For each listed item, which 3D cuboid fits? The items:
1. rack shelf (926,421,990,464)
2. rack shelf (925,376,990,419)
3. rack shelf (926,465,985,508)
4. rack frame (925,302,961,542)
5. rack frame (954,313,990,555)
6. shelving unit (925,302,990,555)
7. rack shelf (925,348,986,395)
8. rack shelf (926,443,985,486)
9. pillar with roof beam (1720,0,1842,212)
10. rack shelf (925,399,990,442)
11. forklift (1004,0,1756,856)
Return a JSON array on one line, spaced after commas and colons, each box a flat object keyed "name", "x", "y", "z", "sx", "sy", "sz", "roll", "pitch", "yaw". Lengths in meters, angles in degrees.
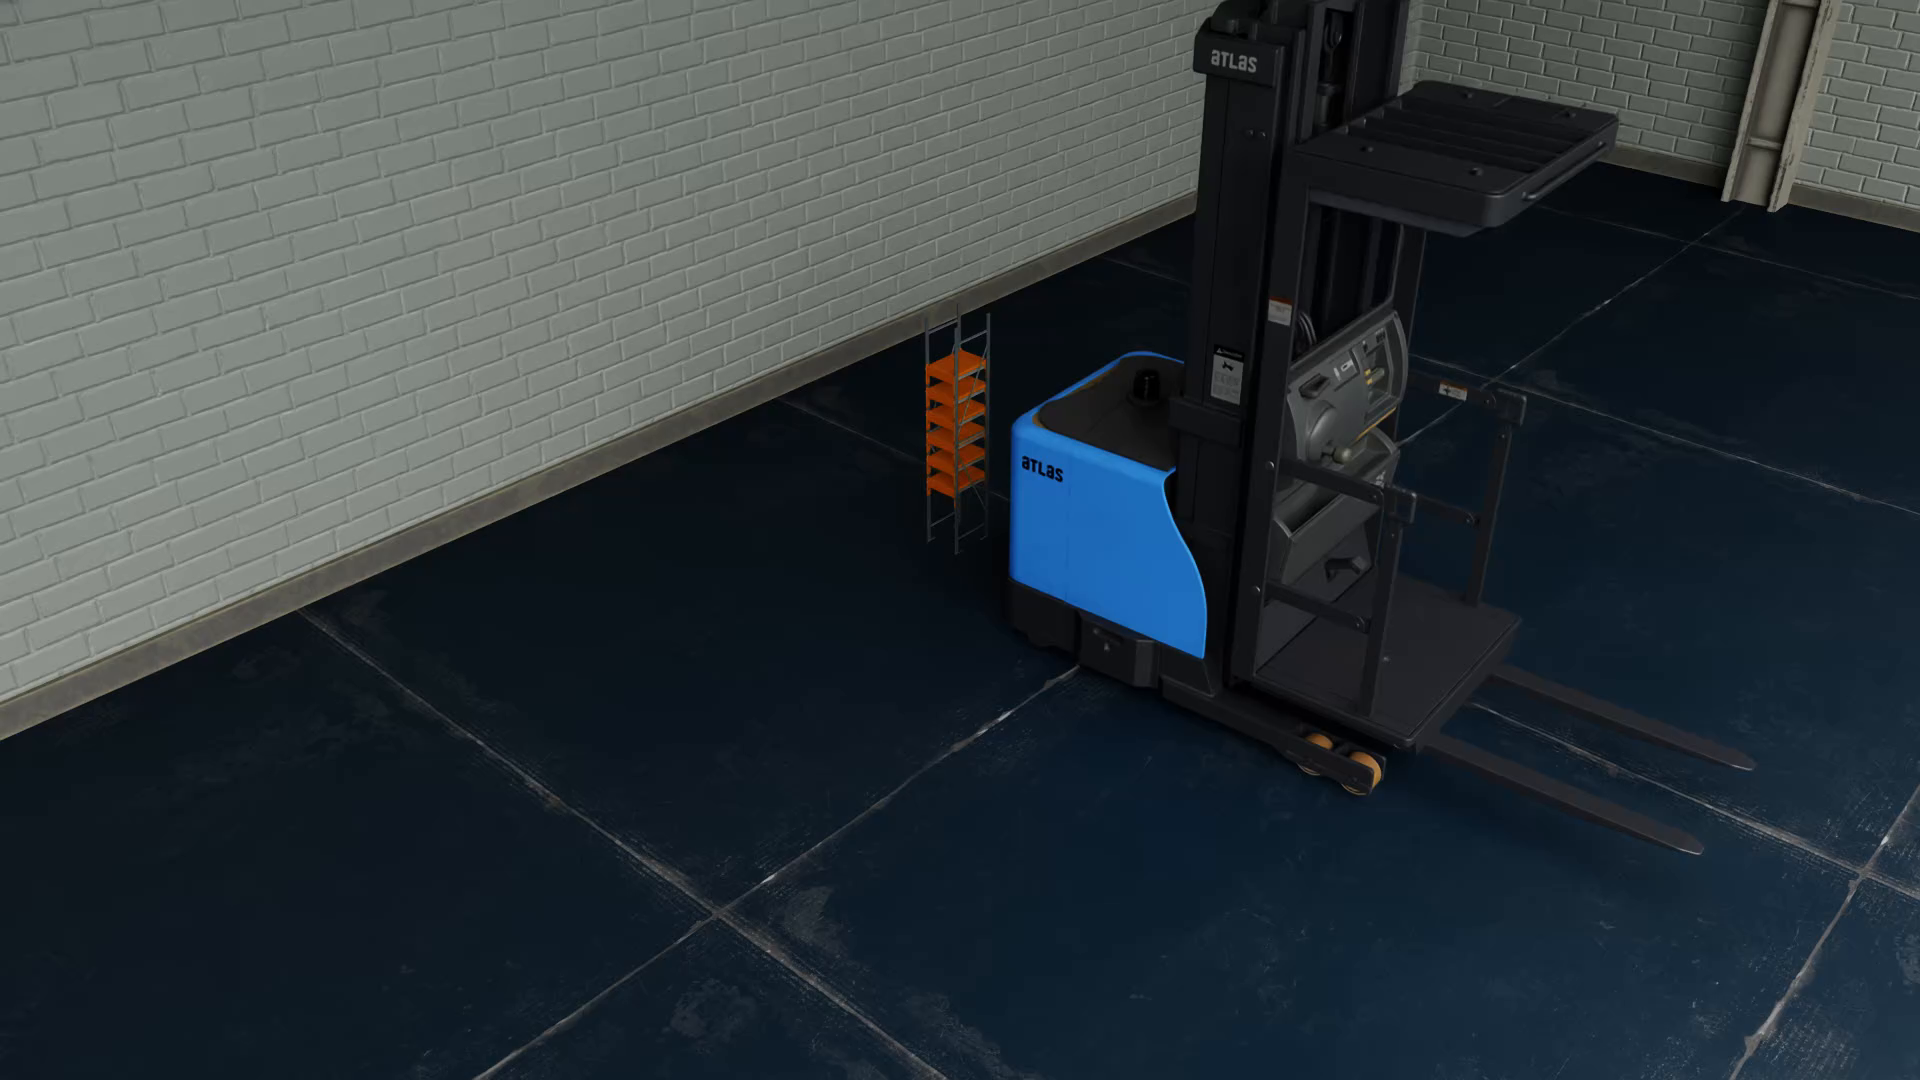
[{"name": "rack shelf", "x": -0.011, "y": -0.481, "z": 7.972, "sx": 0.180, "sy": 0.103, "sz": 0.258, "roll": 25, "pitch": 39, "yaw": 35}, {"name": "rack shelf", "x": -0.011, "y": -0.687, "z": 7.848, "sx": 0.180, "sy": 0.103, "sz": 0.258, "roll": 25, "pitch": 39, "yaw": 35}, {"name": "rack shelf", "x": -0.011, "y": -0.275, "z": 8.096, "sx": 0.180, "sy": 0.103, "sz": 0.258, "roll": 25, "pitch": 39, "yaw": 35}, {"name": "rack frame", "x": -0.079, "y": -0.551, "z": 8.001, "sx": 0.006, "sy": 1.200, "sz": 0.240, "roll": 25, "pitch": 39, "yaw": 35}, {"name": "rack frame", "x": 0.057, "y": -0.487, "z": 7.896, "sx": 0.006, "sy": 1.200, "sz": 0.240, "roll": 25, "pitch": 39, "yaw": 35}, {"name": "shelving unit", "x": -0.011, "y": -0.519, "z": 7.949, "sx": 0.189, "sy": 1.200, "sz": 0.258, "roll": 25, "pitch": 39, "yaw": 35}, {"name": "rack shelf", "x": -0.011, "y": -0.789, "z": 7.786, "sx": 0.180, "sy": 0.103, "sz": 0.258, "roll": 25, "pitch": 39, "yaw": 35}, {"name": "rack shelf", "x": -0.011, "y": -0.378, "z": 8.034, "sx": 0.180, "sy": 0.103, "sz": 0.258, "roll": 25, "pitch": 39, "yaw": 35}, {"name": "pillar with roof beam", "x": 3.070, "y": -4.752, "z": 7.418, "sx": 0.400, "sy": 9.000, "sz": 9.100, "roll": 25, "pitch": 39, "yaw": 35}, {"name": "rack shelf", "x": -0.011, "y": -0.584, "z": 7.910, "sx": 0.180, "sy": 0.103, "sz": 0.258, "roll": 25, "pitch": 39, "yaw": 35}, {"name": "forklift", "x": 1.669, "y": -0.559, "z": 6.336, "sx": 3.031, "sy": 2.935, "sz": 1.130, "roll": 22, "pitch": 38, "yaw": 32}]
